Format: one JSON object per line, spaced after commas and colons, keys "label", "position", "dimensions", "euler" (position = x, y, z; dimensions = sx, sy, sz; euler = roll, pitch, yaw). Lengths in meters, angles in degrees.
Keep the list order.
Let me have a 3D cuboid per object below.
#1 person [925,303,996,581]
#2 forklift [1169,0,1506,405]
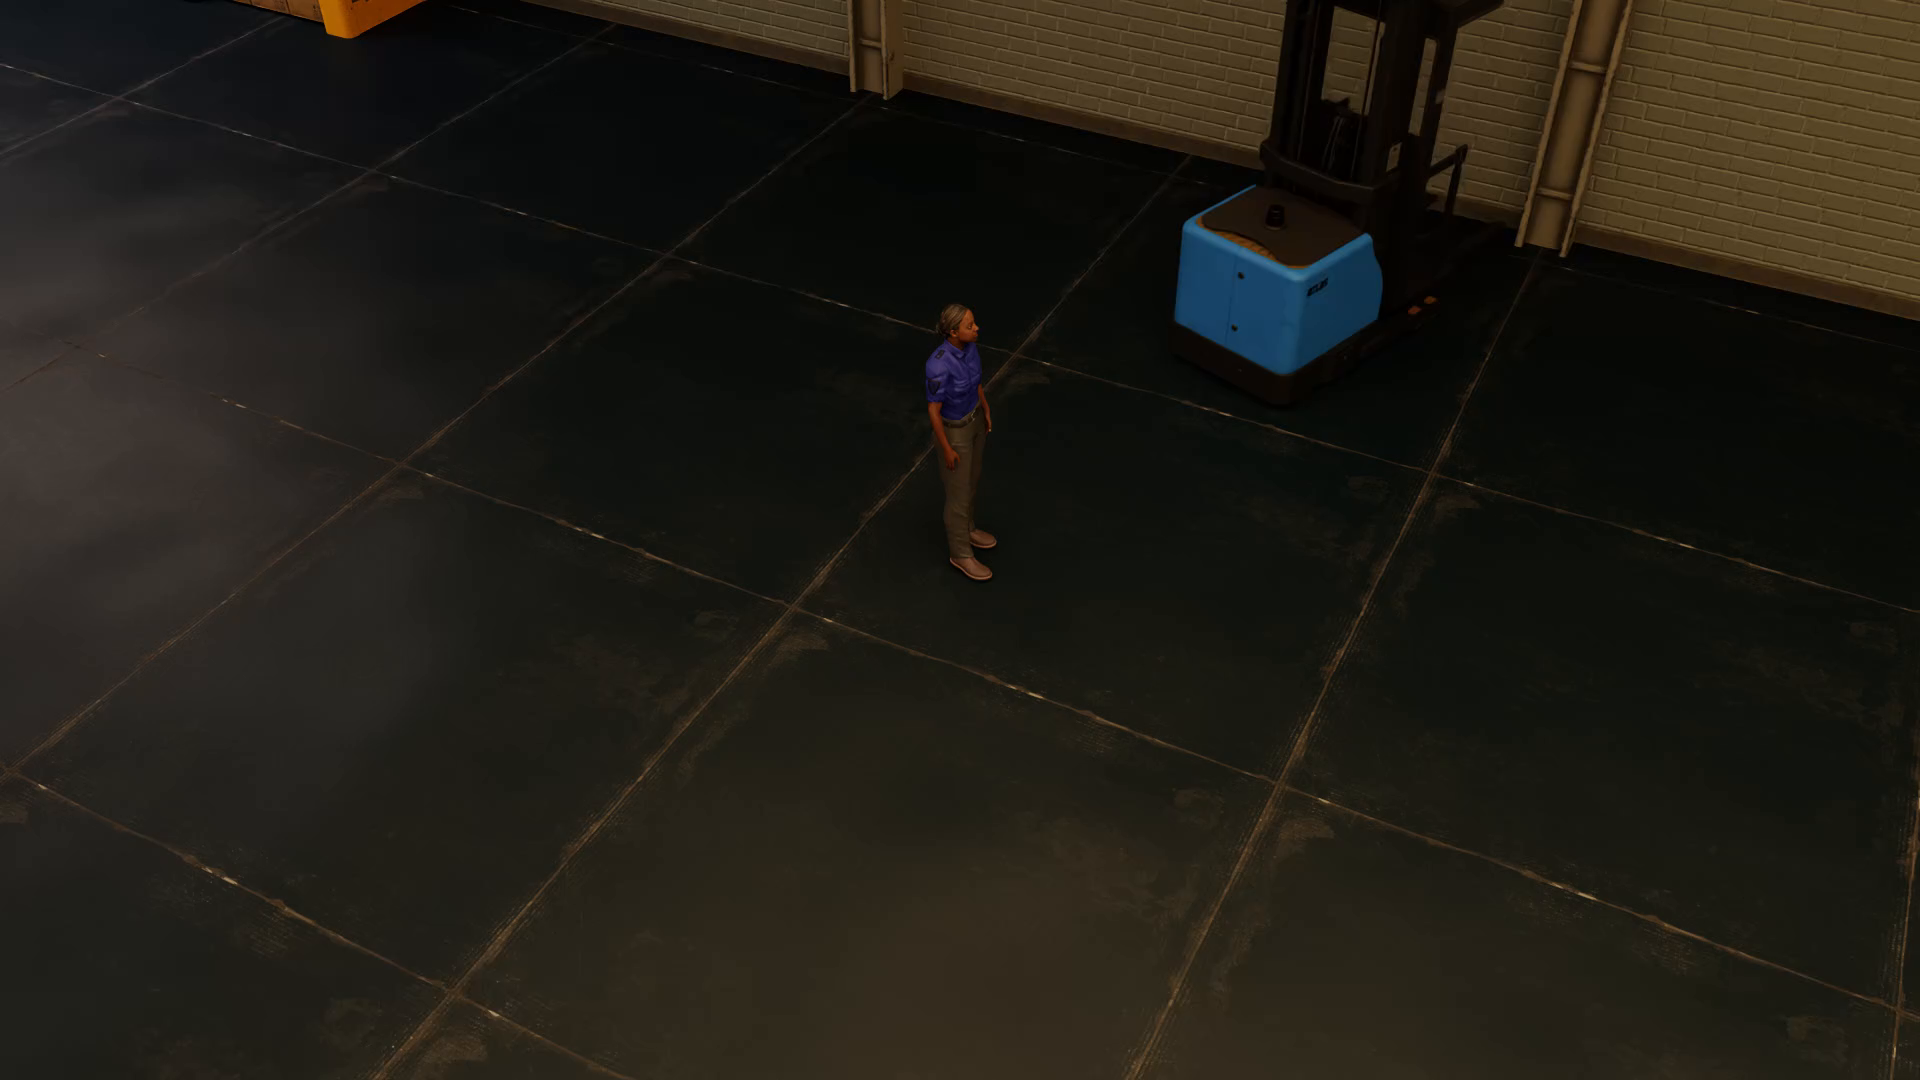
{"label": "person", "position": [0.069, -0.601, 9.680], "dimensions": [0.503, 1.656, 0.570], "euler": [18, 43, 21]}
{"label": "forklift", "position": [2.888, -2.867, 11.391], "dimensions": [3.031, 2.935, 1.130], "euler": [-32, 50, -32]}
